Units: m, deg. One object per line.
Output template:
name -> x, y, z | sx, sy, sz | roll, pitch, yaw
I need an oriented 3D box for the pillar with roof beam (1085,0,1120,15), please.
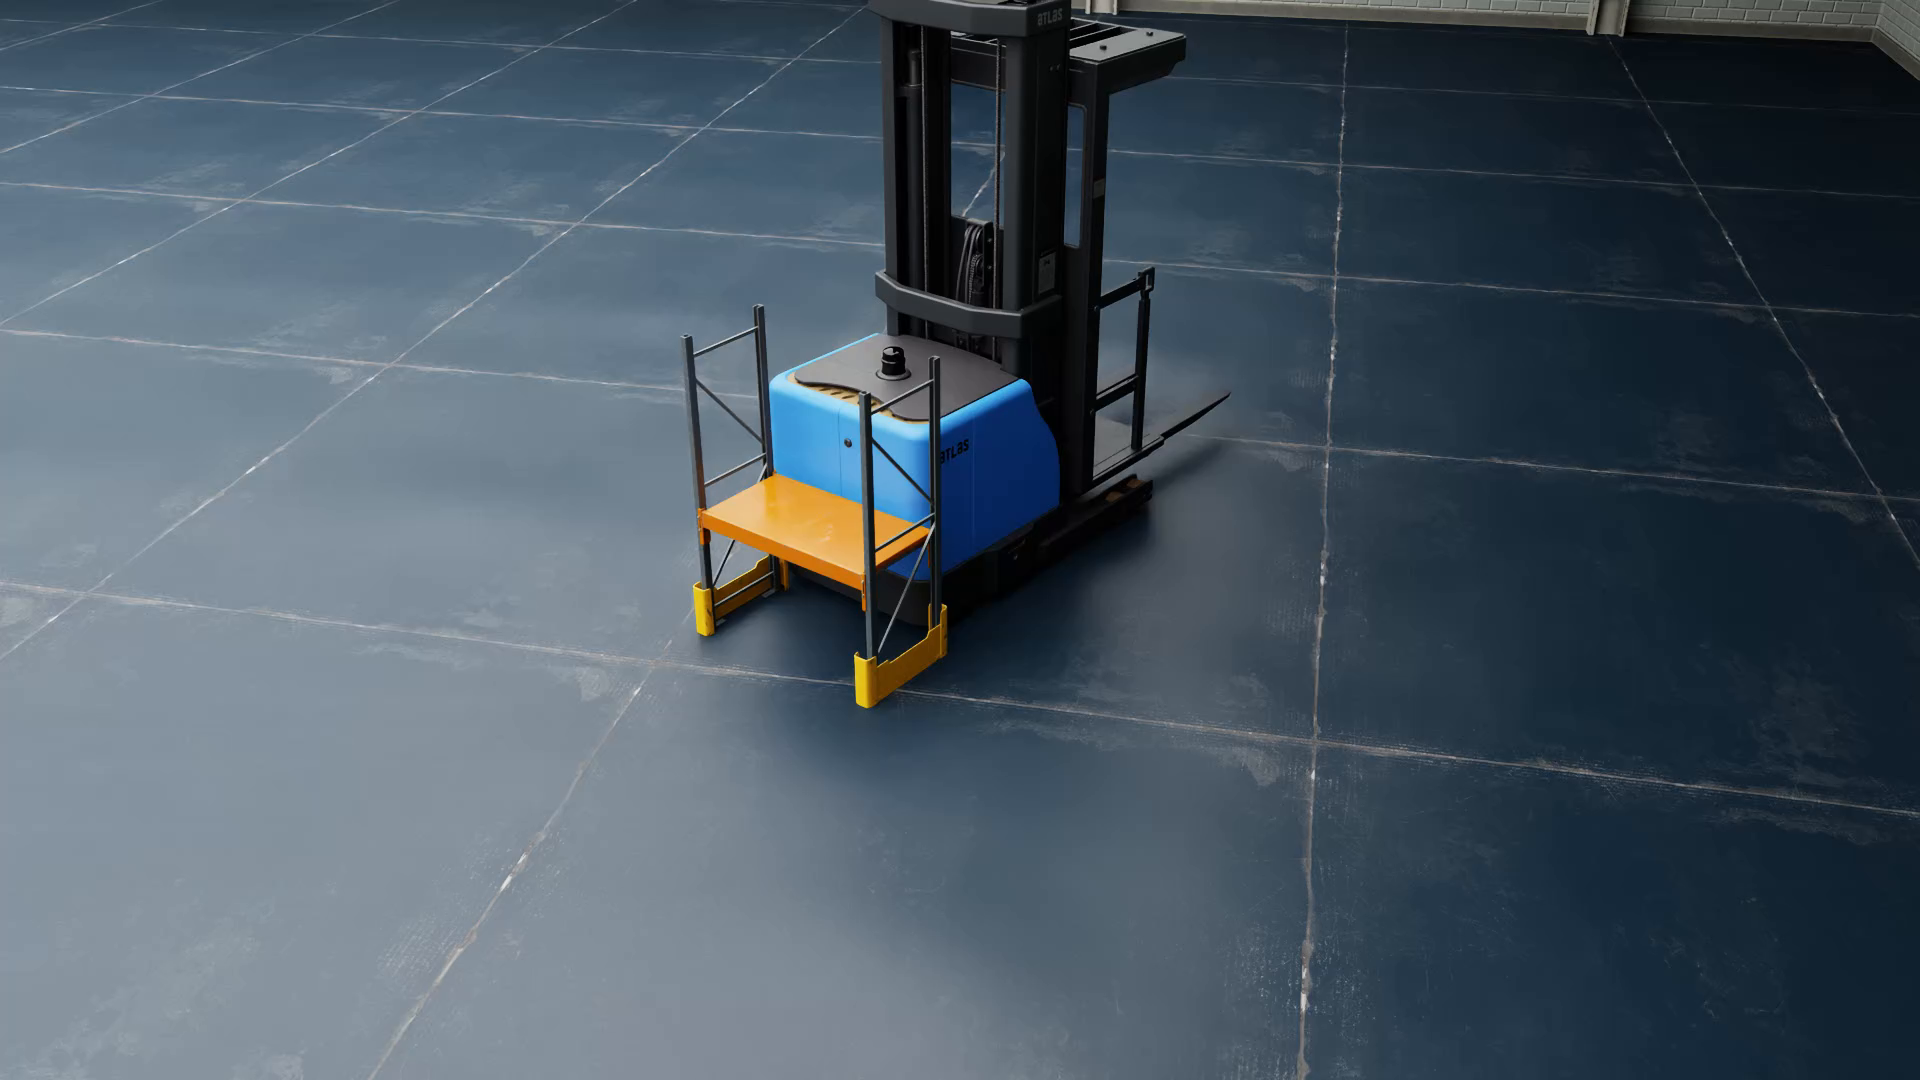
pillar with roof beam -> 0.894, -8.553, 15.002 | 0.400, 9.000, 9.100 | 6, 29, 11

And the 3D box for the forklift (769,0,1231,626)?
forklift -> 0.396, -1.516, 8.467 | 1.130, 2.935, 3.031 | 22, 35, 34

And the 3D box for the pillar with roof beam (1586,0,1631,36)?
pillar with roof beam -> 6.761, -7.952, 13.903 | 0.400, 9.000, 9.100 | 6, 29, 11

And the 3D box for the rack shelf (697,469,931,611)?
rack shelf -> -0.651, -0.015, 7.590 | 1.000, 0.185, 0.538 | 20, 35, 32

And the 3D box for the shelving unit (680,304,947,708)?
shelving unit -> -0.658, -0.176, 7.508 | 1.083, 1.500, 0.587 | 20, 35, 32

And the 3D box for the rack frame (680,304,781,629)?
rack frame -> -1.056, -0.321, 7.773 | 0.032, 1.500, 0.500 | 20, 35, 32

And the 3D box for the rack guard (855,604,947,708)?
rack guard -> -0.261, 0.517, 7.545 | 0.087, 0.250, 0.587 | 20, 35, 32

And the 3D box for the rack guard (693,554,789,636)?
rack guard -> -1.055, 0.228, 8.073 | 0.087, 0.250, 0.587 | 20, 35, 32

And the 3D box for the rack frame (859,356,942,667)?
rack frame -> -0.246, -0.025, 7.234 | 0.032, 1.500, 0.500 | 20, 35, 32
